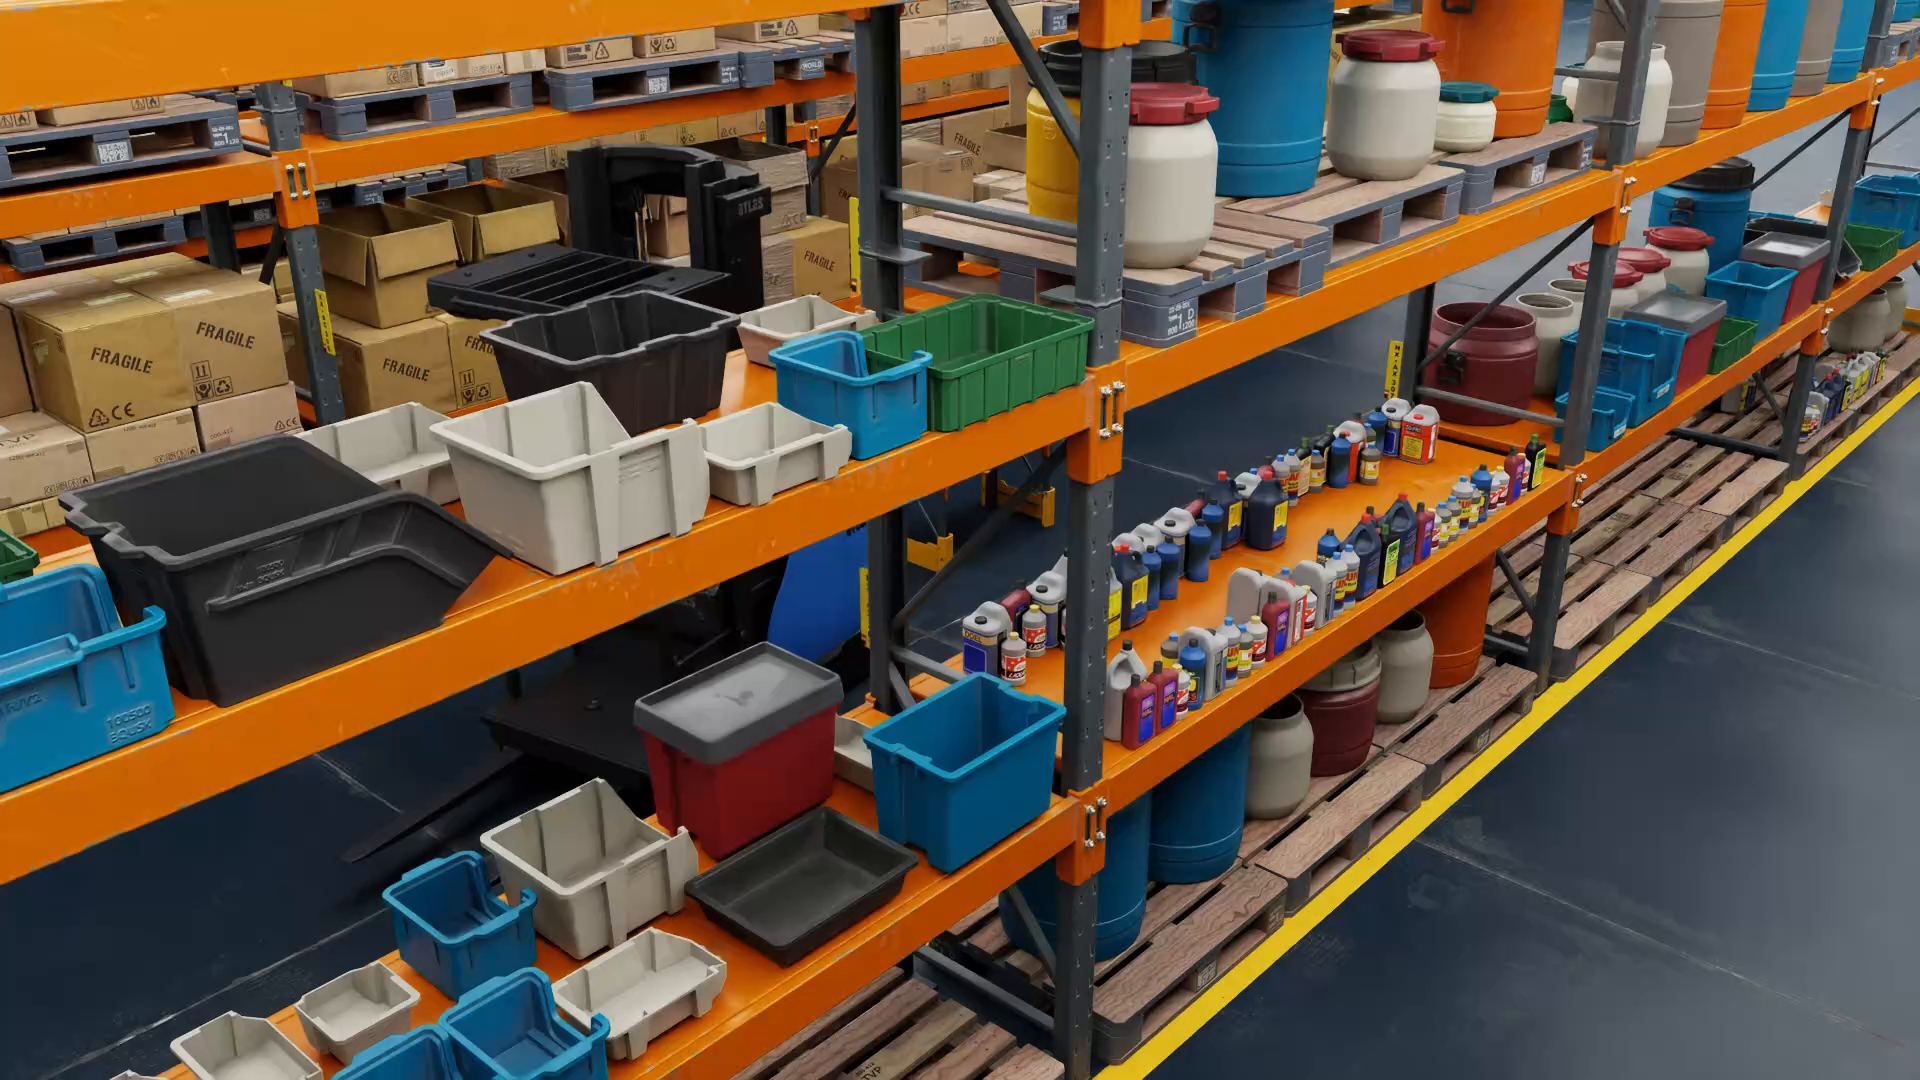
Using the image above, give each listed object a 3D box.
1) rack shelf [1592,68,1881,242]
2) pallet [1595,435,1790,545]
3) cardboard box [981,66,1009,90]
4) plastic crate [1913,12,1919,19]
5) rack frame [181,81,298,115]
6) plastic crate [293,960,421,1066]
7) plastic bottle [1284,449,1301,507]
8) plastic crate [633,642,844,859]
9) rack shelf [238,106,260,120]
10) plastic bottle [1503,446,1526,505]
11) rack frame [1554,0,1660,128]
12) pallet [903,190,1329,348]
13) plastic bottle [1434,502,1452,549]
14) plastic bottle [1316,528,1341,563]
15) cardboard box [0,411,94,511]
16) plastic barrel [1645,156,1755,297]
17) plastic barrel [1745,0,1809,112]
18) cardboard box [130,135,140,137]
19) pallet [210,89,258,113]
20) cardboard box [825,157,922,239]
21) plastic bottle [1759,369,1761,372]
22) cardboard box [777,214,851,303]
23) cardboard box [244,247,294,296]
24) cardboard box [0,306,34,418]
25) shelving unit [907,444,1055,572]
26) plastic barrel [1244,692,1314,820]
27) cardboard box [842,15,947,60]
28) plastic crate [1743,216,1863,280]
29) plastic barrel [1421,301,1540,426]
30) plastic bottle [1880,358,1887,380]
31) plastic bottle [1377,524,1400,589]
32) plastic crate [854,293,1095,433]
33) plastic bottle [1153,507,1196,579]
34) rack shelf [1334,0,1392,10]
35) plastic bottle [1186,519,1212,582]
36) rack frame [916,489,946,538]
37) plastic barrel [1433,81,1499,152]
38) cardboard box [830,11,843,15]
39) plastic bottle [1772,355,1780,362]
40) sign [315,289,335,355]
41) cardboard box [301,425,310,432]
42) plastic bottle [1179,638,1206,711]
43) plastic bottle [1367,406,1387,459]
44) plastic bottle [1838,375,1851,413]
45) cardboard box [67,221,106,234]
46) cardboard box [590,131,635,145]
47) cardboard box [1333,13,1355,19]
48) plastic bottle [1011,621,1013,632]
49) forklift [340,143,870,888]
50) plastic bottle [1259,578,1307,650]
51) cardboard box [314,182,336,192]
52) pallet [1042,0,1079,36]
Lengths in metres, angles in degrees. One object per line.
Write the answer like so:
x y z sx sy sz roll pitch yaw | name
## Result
4.081 -2.332 9.497 1.077 0.370 4.000 20 31 38 | rack shelf
4.921 -0.378 11.336 1.003 0.211 1.213 20 31 38 | pallet
0.206 -5.626 19.449 0.875 0.550 0.550 20 31 38 | cardboard box
6.672 -3.579 11.659 0.336 0.188 0.450 20 31 38 | plastic crate
-3.612 -3.553 7.675 1.000 3.000 0.127 20 31 38 | rack frame
-1.628 1.279 4.479 0.298 0.136 0.250 20 31 38 | plastic crate
1.567 -0.300 7.910 0.097 0.271 0.097 0 24 0 | plastic bottle
-0.706 0.684 5.407 0.402 0.464 0.583 20 31 38 | plastic crate
-6.987 -5.021 19.162 1.077 0.370 4.000 20 31 38 | rack shelf
2.640 -0.319 7.937 0.061 0.283 0.133 20 31 38 | plastic bottle
2.746 -3.419 7.377 1.000 3.000 0.127 20 31 38 | rack frame
0.527 -1.011 5.904 1.213 0.211 1.003 20 31 38 | pallet
2.159 -0.073 7.490 0.097 0.201 0.097 0 24 0 | plastic bottle
1.562 0.079 7.064 0.097 0.271 0.097 0 24 0 | plastic bottle
-4.395 -0.363 7.713 0.500 0.250 0.500 21 32 39 | cardboard box
4.932 -2.094 11.142 0.600 0.901 0.708 20 31 38 | plastic barrel
4.365 -2.885 9.240 0.600 0.901 0.708 20 31 38 | plastic barrel
-6.421 -3.039 12.928 0.380 0.149 0.250 19 30 36 | cardboard box
-7.926 -4.899 18.244 1.213 0.211 1.003 20 31 38 | pallet
-0.612 -2.447 11.906 0.500 0.500 0.500 16 29 31 | cardboard box
6.068 -1.274 12.706 0.061 0.283 0.133 20 31 38 | plastic bottle
-1.087 -1.862 11.114 0.500 0.500 0.500 21 32 39 | cardboard box
-5.510 -2.225 13.672 0.500 0.250 0.500 21 32 39 | cardboard box
-4.800 -0.841 7.863 0.500 0.500 0.500 19 30 36 | cardboard box
0.051 -0.708 10.495 0.587 1.500 1.083 20 31 38 | shelving unit
1.368 0.956 7.479 0.421 0.512 0.421 0 24 0 | plastic barrel
-0.439 -3.408 11.202 0.500 0.250 0.500 21 31 38 | cardboard box
5.860 -1.997 11.614 0.767 0.338 0.504 20 31 38 | plastic crate
2.830 -0.968 9.077 0.600 0.536 0.708 20 31 38 | plastic barrel
7.186 -1.364 13.008 0.097 0.201 0.097 0 24 0 | plastic bottle
1.819 0.056 7.101 0.061 0.283 0.133 20 31 38 | plastic bottle
0.019 -0.524 4.844 0.450 0.188 0.662 20 31 38 | plastic crate
0.924 0.008 7.217 0.152 0.276 0.135 20 31 38 | plastic bottle
3.062 -4.903 15.232 1.077 0.370 4.000 20 31 38 | rack shelf
1.029 0.039 7.154 0.097 0.271 0.097 0 24 0 | plastic bottle
-0.282 -0.555 10.156 0.500 1.500 0.032 20 31 38 | rack frame
2.140 -1.812 7.115 0.301 0.262 0.301 0 24 0 | plastic barrel
-0.810 -3.891 11.361 0.500 0.500 0.500 21 32 39 | cardboard box
6.574 -1.544 13.411 0.097 0.201 0.097 0 24 0 | plastic bottle
-3.198 -1.096 8.373 0.100 0.325 0.005 20 31 38 | sign
-3.200 -0.238 9.699 1.225 0.875 0.875 20 31 38 | cardboard box
0.856 0.490 6.149 0.097 0.271 0.097 0 24 0 | plastic bottle
2.119 -0.552 8.472 0.097 0.271 0.097 0 24 0 | plastic bottle
6.531 -1.091 12.299 0.061 0.283 0.133 22 32 40 | plastic bottle
-6.452 -2.358 12.137 0.380 0.149 0.250 21 31 38 | cardboard box
-3.394 -3.837 15.520 0.500 0.500 0.500 20 31 37 | cardboard box
3.488 -4.866 16.228 0.500 0.500 0.500 20 31 38 | cardboard box
0.156 0.376 6.487 0.097 0.201 0.097 0 24 0 | plastic bottle
-1.618 -0.229 7.678 1.130 2.935 3.031 13 27 27 | forklift
1.287 0.274 6.624 0.152 0.276 0.135 20 31 38 | plastic bottle
-5.241 -2.910 13.367 0.380 0.149 0.250 19 30 35 | cardboard box
0.546 -4.060 12.702 1.213 0.211 1.003 20 31 38 | pallet
